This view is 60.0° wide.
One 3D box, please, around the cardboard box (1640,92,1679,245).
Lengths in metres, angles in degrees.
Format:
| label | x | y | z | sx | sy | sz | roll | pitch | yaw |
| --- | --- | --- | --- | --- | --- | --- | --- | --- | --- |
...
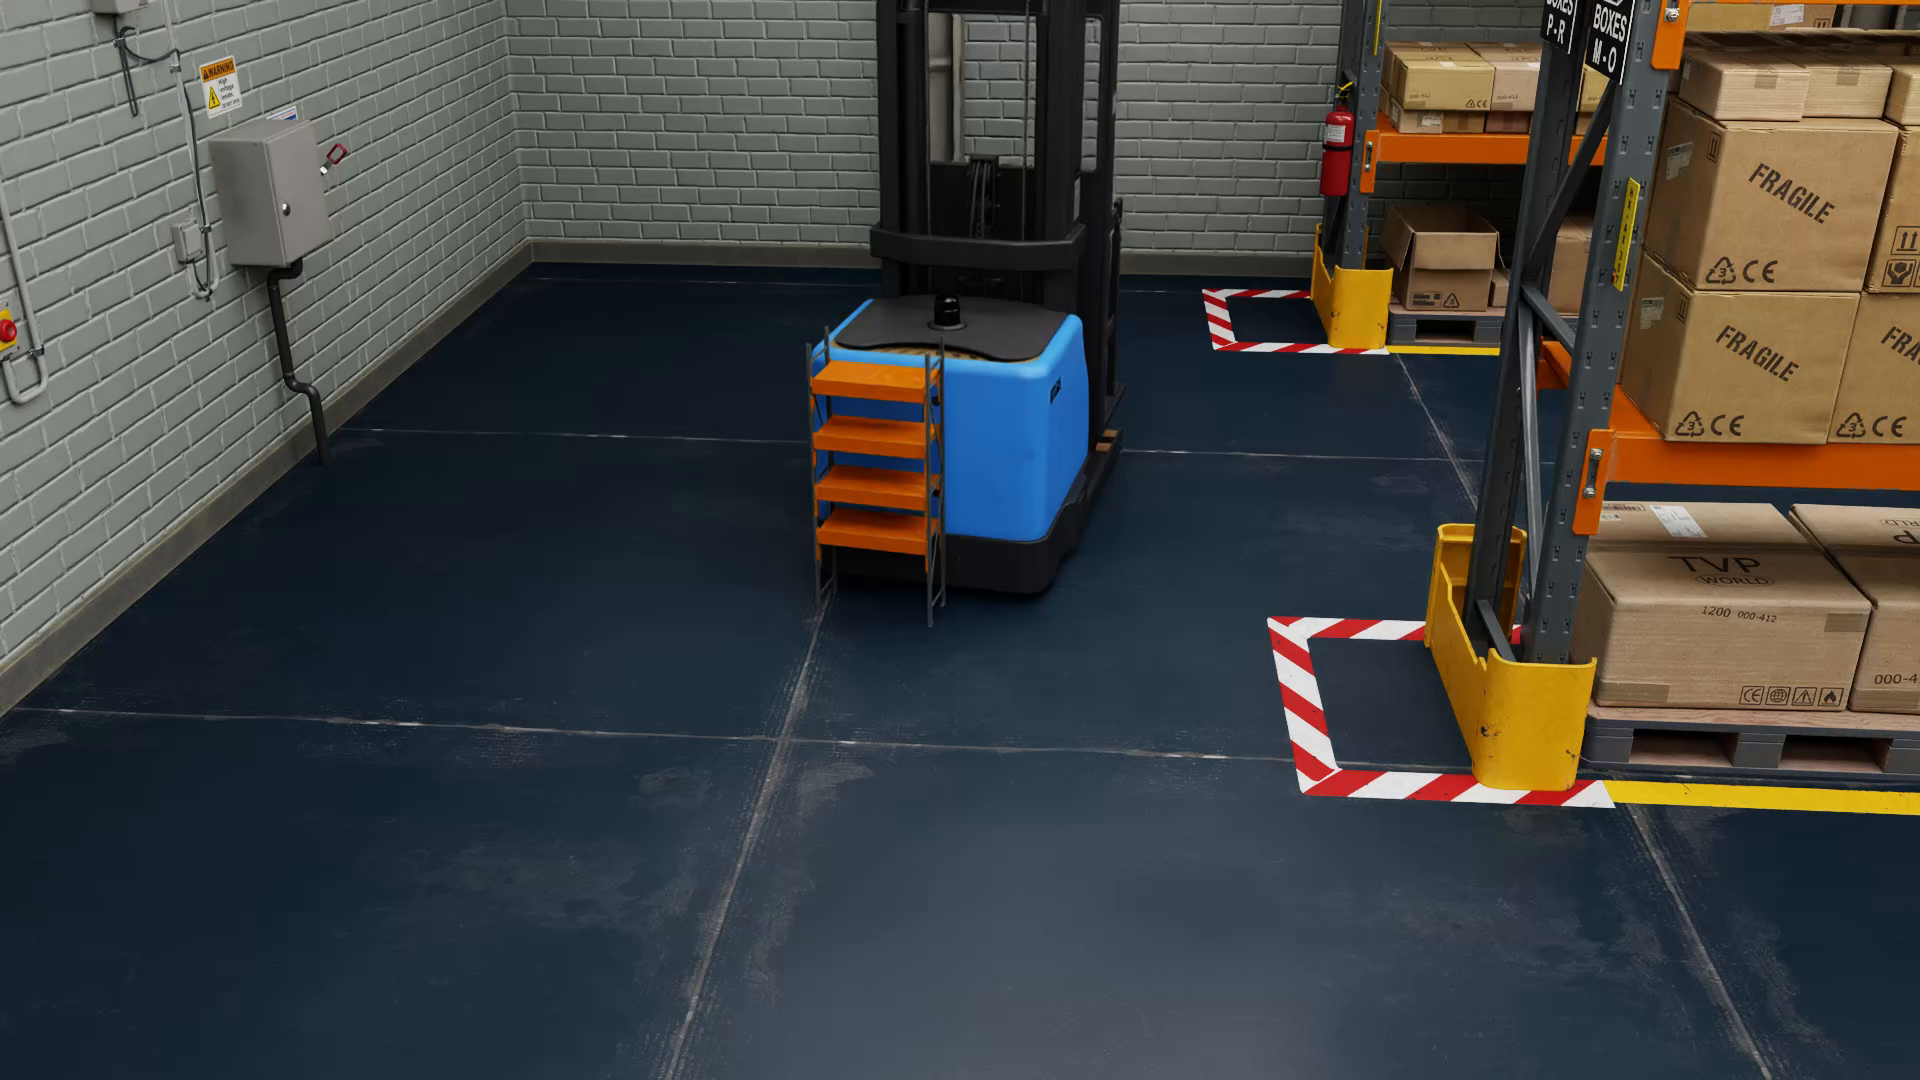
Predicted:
| label | x | y | z | sx | sy | sz | roll | pitch | yaw |
| --- | --- | --- | --- | --- | --- | --- | --- | --- | --- |
| cardboard box | 2.564 | -1.309 | 5.691 | 0.500 | 0.500 | 0.500 | 3 | 25 | 6 |

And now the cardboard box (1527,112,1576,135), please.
| label | x | y | z | sx | sy | sz | roll | pitch | yaw |
| --- | --- | --- | --- | --- | --- | --- | --- | --- | --- |
| cardboard box | 3.517 | -2.539 | 9.981 | 0.250 | 0.149 | 0.380 | 3 | 25 | 6 |

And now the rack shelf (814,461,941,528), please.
| label | x | y | z | sx | sy | sz | roll | pitch | yaw |
| --- | --- | --- | --- | --- | --- | --- | --- | --- | --- |
| rack shelf | -0.335 | -0.190 | 6.887 | 0.480 | 0.148 | 0.258 | 6 | 25 | 13 |

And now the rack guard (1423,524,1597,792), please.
| label | x | y | z | sx | sy | sz | roll | pitch | yaw |
| --- | --- | --- | --- | --- | --- | --- | --- | --- | --- |
| rack guard | 2.041 | 0.409 | 6.263 | 0.348 | 0.500 | 1.175 | 2 | 25 | 4 |

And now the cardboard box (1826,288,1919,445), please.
| label | x | y | z | sx | sy | sz | roll | pitch | yaw |
| --- | --- | --- | --- | --- | --- | --- | --- | --- | --- |
| cardboard box | 3.028 | -0.632 | 5.415 | 0.500 | 0.500 | 0.500 | 1 | 25 | 3 |

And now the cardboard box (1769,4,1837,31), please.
| label | x | y | z | sx | sy | sz | roll | pitch | yaw |
| --- | --- | --- | --- | --- | --- | --- | --- | --- | --- |
| cardboard box | 4.965 | -3.233 | 10.114 | 0.500 | 0.500 | 0.500 | 1 | 25 | 3 |

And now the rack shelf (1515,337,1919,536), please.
| label | x | y | z | sx | sy | sz | roll | pitch | yaw |
| --- | --- | --- | --- | --- | --- | --- | --- | --- | --- |
| rack shelf | 4.059 | -0.335 | 5.750 | 4.000 | 0.370 | 1.077 | 2 | 25 | 4 |

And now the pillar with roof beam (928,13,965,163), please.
| label | x | y | z | sx | sy | sz | roll | pitch | yaw |
| --- | --- | --- | --- | --- | --- | --- | --- | --- | --- |
| pillar with roof beam | -0.508 | -4.188 | 6.086 | 0.400 | 9.000 | 9.100 | 2 | 25 | 4 |

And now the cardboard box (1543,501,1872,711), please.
| label | x | y | z | sx | sy | sz | roll | pitch | yaw |
| --- | --- | --- | --- | --- | --- | --- | --- | --- | --- |
| cardboard box | 2.731 | 0.227 | 6.232 | 0.875 | 0.438 | 0.875 | 1 | 25 | 2 |

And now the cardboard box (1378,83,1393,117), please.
| label | x | y | z | sx | sy | sz | roll | pitch | yaw |
| --- | --- | --- | --- | --- | --- | --- | --- | --- | --- |
| cardboard box | 2.792 | -2.782 | 10.508 | 0.250 | 0.149 | 0.380 | 2 | 25 | 3 |

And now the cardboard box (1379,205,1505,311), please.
| label | x | y | z | sx | sy | sz | roll | pitch | yaw |
| --- | --- | --- | --- | --- | --- | --- | --- | --- | --- |
| cardboard box | 3.044 | -1.792 | 10.541 | 0.637 | 0.503 | 0.797 | 1 | 25 | 2 |

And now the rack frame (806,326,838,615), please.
| label | x | y | z | sx | sy | sz | roll | pitch | yaw |
| --- | --- | --- | --- | --- | --- | --- | --- | --- | --- |
| rack frame | -0.571 | -0.276 | 6.915 | 0.015 | 1.200 | 0.240 | 6 | 25 | 13 |

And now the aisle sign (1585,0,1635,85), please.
| label | x | y | z | sx | sy | sz | roll | pitch | yaw |
| --- | --- | --- | --- | --- | --- | --- | --- | --- | --- |
| aisle sign | 1.971 | -1.788 | 4.938 | 0.004 | 0.787 | 0.394 | 2 | 25 | 4 |

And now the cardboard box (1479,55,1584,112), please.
| label | x | y | z | sx | sy | sz | roll | pitch | yaw |
| --- | --- | --- | --- | --- | --- | --- | --- | --- | --- |
| cardboard box | 3.376 | -2.719 | 9.894 | 0.500 | 0.250 | 0.500 | 2 | 25 | 5 |

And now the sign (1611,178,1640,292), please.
| label | x | y | z | sx | sy | sz | roll | pitch | yaw |
| --- | --- | --- | --- | --- | --- | --- | --- | --- | --- |
| sign | 2.017 | -0.924 | 5.039 | 0.005 | 0.325 | 0.100 | 2 | 25 | 4 |

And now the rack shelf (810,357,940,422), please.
| label | x | y | z | sx | sy | sz | roll | pitch | yaw |
| --- | --- | --- | --- | --- | --- | --- | --- | --- | --- |
| rack shelf | -0.335 | -0.608 | 6.695 | 0.480 | 0.148 | 0.258 | 6 | 25 | 13 |

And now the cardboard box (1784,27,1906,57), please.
| label | x | y | z | sx | sy | sz | roll | pitch | yaw |
| --- | --- | --- | --- | --- | --- | --- | --- | --- | --- |
| cardboard box | 2.957 | -1.621 | 5.592 | 0.250 | 0.149 | 0.380 | 2 | 25 | 3 |

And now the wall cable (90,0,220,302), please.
| label | x | y | z | sx | sy | sz | roll | pitch | yaw |
| --- | --- | --- | --- | --- | --- | --- | --- | --- | --- |
| wall cable | -3.462 | -1.950 | 7.183 | 0.122 | 1.984 | 0.588 | 2 | 25 | 4 |

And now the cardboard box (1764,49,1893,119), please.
| label | x | y | z | sx | sy | sz | roll | pitch | yaw |
| --- | --- | --- | --- | --- | --- | --- | --- | --- | --- |
| cardboard box | 2.665 | -1.415 | 5.144 | 0.250 | 0.149 | 0.380 | 2 | 25 | 5 |

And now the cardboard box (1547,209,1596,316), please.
| label | x | y | z | sx | sy | sz | roll | pitch | yaw |
| --- | --- | --- | --- | --- | --- | --- | --- | --- | --- |
| cardboard box | 3.893 | -1.747 | 10.447 | 0.500 | 0.500 | 0.700 | 3 | 25 | 6 |

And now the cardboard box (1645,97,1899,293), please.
| label | x | y | z | sx | sy | sz | roll | pitch | yaw |
| --- | --- | --- | --- | --- | --- | --- | --- | --- | --- |
| cardboard box | 2.522 | -1.091 | 5.218 | 0.500 | 0.500 | 0.500 | 1 | 25 | 3 |

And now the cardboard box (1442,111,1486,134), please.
| label | x | y | z | sx | sy | sz | roll | pitch | yaw |
| --- | --- | --- | --- | --- | --- | --- | --- | --- | --- |
| cardboard box | 3.005 | -2.567 | 10.041 | 0.250 | 0.149 | 0.380 | 2 | 25 | 5 |

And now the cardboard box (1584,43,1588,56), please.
| label | x | y | z | sx | sy | sz | roll | pitch | yaw |
| --- | --- | --- | --- | --- | --- | --- | --- | --- | --- |
| cardboard box | 3.928 | -2.923 | 10.337 | 0.500 | 0.250 | 0.500 | 3 | 25 | 6 |

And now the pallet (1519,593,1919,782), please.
| label | x | y | z | sx | sy | sz | roll | pitch | yaw |
| --- | --- | --- | --- | --- | --- | --- | --- | --- | --- |
| pallet | 2.868 | 0.534 | 6.337 | 1.213 | 0.211 | 1.003 | 2 | 25 | 4 |

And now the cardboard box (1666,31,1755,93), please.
| label | x | y | z | sx | sy | sz | roll | pitch | yaw |
| --- | --- | --- | --- | --- | --- | --- | --- | --- | --- |
| cardboard box | 2.438 | -1.592 | 5.530 | 0.250 | 0.149 | 0.380 | 2 | 25 | 5 |

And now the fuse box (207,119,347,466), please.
| label | x | y | z | sx | sy | sz | roll | pitch | yaw |
| --- | --- | --- | --- | --- | --- | --- | --- | --- | --- |
| fuse box | -3.253 | -1.182 | 8.272 | 0.414 | 1.711 | 0.539 | 2 | 25 | 4 |

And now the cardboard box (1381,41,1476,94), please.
| label | x | y | z | sx | sy | sz | roll | pitch | yaw |
| --- | --- | --- | --- | --- | --- | --- | --- | --- | --- |
| cardboard box | 2.920 | -2.958 | 10.413 | 0.500 | 0.250 | 0.500 | 3 | 25 | 6 |

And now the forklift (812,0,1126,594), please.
| label | x | y | z | sx | sy | sz | roll | pitch | yaw |
| --- | --- | --- | --- | --- | --- | --- | --- | --- | --- |
| forklift | 0.225 | -1.694 | 7.926 | 1.130 | 2.935 | 3.031 | 6 | 25 | 13 |

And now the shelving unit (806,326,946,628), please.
| label | x | y | z | sx | sy | sz | roll | pitch | yaw |
| --- | --- | --- | --- | --- | --- | --- | --- | --- | --- |
| shelving unit | -0.335 | -0.251 | 6.859 | 0.503 | 1.200 | 0.258 | 6 | 25 | 13 |

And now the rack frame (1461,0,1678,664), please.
| label | x | y | z | sx | sy | sz | roll | pitch | yaw |
| --- | --- | --- | --- | --- | --- | --- | --- | --- | --- |
| rack frame | 2.065 | -0.726 | 5.739 | 0.127 | 3.000 | 1.000 | 2 | 25 | 4 |

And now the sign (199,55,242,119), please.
| label | x | y | z | sx | sy | sz | roll | pitch | yaw |
| --- | --- | --- | --- | --- | --- | --- | --- | --- | --- |
| sign | -3.463 | -2.126 | 7.794 | 0.001 | 0.242 | 0.339 | 2 | 25 | 4 |
